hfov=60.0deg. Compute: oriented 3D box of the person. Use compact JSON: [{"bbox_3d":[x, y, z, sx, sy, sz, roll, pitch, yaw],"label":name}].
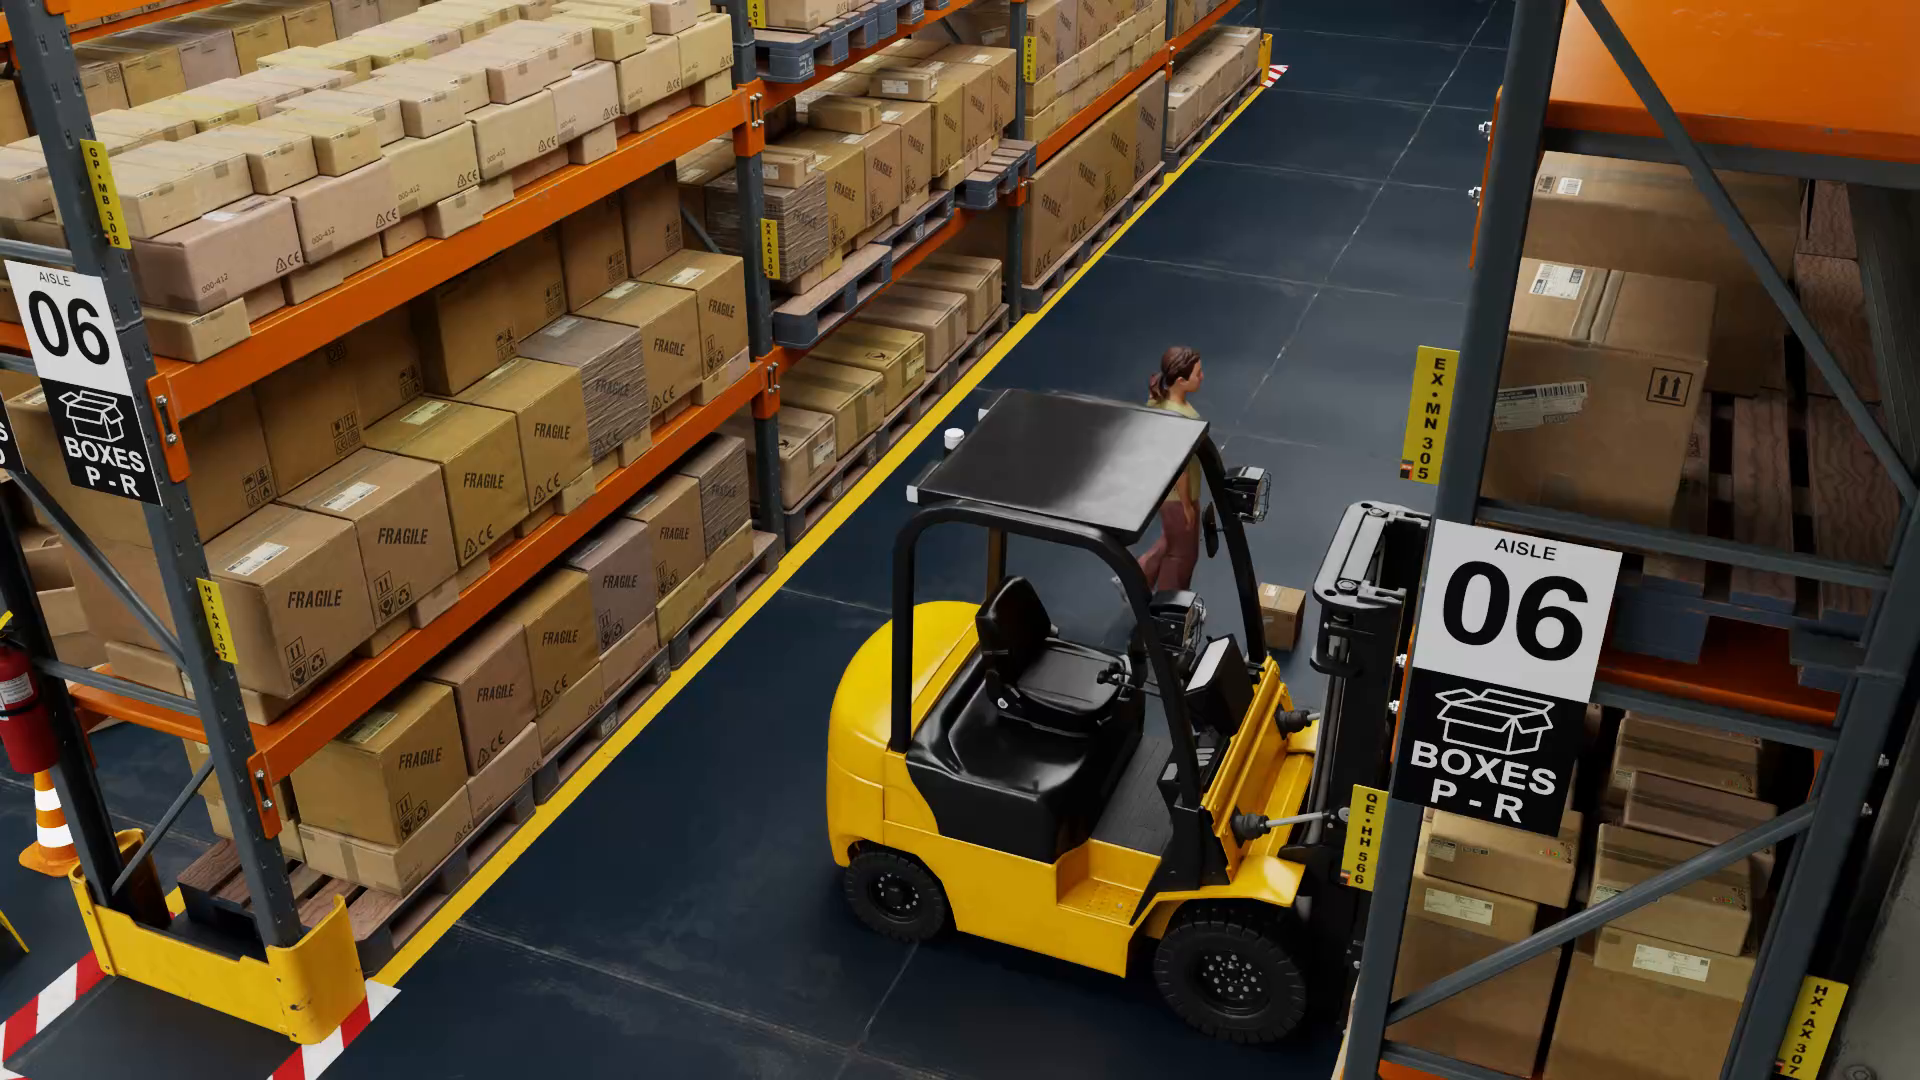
[{"bbox_3d":[1.132,-0.144,8.870,0.486,1.407,0.487,-7,30,-12],"label":"person"}]
